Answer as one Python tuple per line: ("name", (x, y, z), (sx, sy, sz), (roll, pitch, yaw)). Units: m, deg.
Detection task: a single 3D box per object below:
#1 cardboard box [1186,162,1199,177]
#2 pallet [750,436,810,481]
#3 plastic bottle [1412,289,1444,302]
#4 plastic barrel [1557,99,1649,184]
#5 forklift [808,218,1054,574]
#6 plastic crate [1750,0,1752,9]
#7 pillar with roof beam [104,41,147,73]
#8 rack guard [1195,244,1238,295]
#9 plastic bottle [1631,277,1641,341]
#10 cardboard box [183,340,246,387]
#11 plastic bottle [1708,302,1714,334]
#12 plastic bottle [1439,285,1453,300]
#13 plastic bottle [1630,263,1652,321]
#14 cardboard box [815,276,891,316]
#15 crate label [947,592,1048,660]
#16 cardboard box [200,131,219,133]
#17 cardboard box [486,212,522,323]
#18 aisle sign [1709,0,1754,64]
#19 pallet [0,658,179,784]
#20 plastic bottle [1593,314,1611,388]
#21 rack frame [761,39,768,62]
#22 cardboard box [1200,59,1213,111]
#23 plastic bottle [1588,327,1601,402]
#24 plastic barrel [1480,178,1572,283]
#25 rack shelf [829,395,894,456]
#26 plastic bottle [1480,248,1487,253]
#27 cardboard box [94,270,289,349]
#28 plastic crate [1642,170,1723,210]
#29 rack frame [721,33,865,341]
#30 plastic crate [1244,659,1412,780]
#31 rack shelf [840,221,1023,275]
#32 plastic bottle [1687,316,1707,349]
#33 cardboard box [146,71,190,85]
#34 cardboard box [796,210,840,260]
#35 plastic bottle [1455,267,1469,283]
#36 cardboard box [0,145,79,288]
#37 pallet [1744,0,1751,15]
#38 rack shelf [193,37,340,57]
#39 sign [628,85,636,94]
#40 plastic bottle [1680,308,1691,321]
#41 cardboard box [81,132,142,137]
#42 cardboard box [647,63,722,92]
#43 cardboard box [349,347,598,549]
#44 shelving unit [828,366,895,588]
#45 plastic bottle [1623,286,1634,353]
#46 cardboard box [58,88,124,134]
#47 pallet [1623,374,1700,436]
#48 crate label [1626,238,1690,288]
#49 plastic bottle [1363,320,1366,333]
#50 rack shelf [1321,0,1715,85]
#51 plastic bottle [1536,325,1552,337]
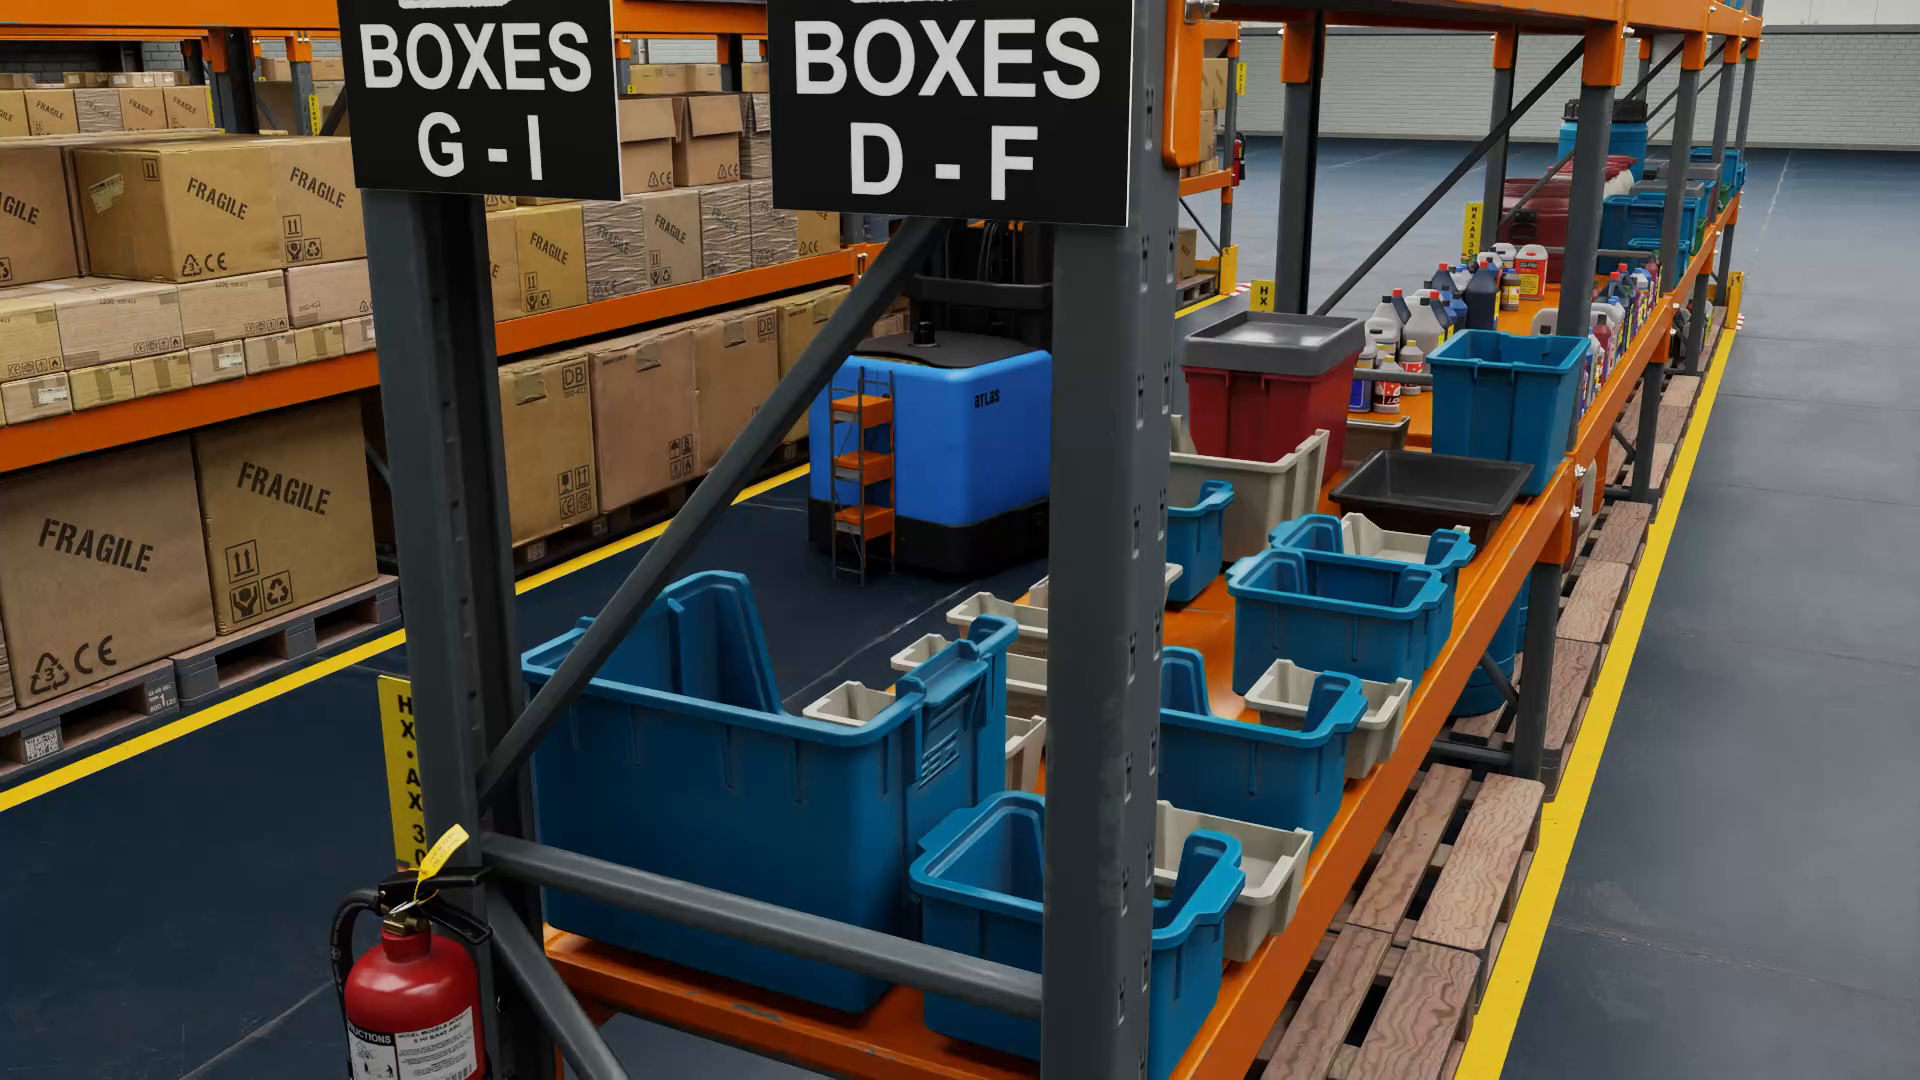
("cardboard box", (2.220, -3.799, 16.989), (0.380, 0.149, 0.250), (8, 18, 25))
("pallet", (-1.528, -0.648, 10.836), (1.003, 0.211, 1.213), (8, 18, 25))
("plastic bottle", (1.975, -0.924, 7.086), (0.152, 0.276, 0.135), (8, 18, 25))
("plastic barrel", (4.666, -2.745, 12.119), (0.600, 0.901, 0.708), (8, 18, 25))
("forklift", (0.471, -1.596, 9.251), (1.130, 2.935, 3.031), (12, 20, 34))
("plastic crate", (6.315, -4.490, 13.633), (0.392, 0.384, 0.575), (8, 18, 25))
("pillar with roof beam", (-8.108, -8.371, 21.403), (9.100, 9.000, 0.400), (8, 18, 25))
("rack guard", (2.433, -2.996, 18.235), (1.175, 0.500, 0.348), (8, 18, 25))
("plastic bottle", (3.013, -1.042, 7.469), (0.061, 0.283, 0.133), (8, 18, 25))
("cardboard box", (-3.083, -0.721, 6.625), (0.380, 0.149, 0.250), (8, 19, 26))
("plastic bottle", (6.332, -1.905, 14.180), (0.152, 0.276, 0.135), (8, 18, 26))
("plastic bottle", (2.116, -0.981, 7.286), (0.097, 0.271, 0.097), (0, 17, 0))
("plastic bottle", (3.266, -1.192, 7.994), (0.097, 0.271, 0.097), (0, 17, 0))
("cardboard box", (-0.836, -1.723, 11.857), (0.500, 0.250, 0.500), (9, 19, 28))
("crate label", (0.195, 0.212, 3.399), (0.396, 0.136, 0.243), (8, 18, 25))
("cardboard box", (-5.424, -2.952, 12.355), (0.380, 0.149, 0.250), (8, 18, 25))
("cardboard box", (-2.466, -1.291, 7.926), (0.500, 0.500, 0.500), (8, 18, 26))
("aisle sign", (7.195, -4.811, 15.387), (0.394, 0.787, 0.004), (8, 18, 25))
("pallet", (-3.849, 0.675, 6.381), (1.003, 0.211, 1.213), (8, 18, 25))
("plastic bottle", (2.478, -0.737, 6.441), (0.061, 0.283, 0.133), (8, 18, 25))
("rack frame", (-1.926, -4.871, 20.155), (1.000, 3.000, 0.127), (8, 18, 25))
("cardboard box", (2.223, -4.584, 16.736), (0.500, 0.500, 0.500), (8, 18, 25))
("plastic bottle", (2.323, -0.654, 6.185), (0.097, 0.271, 0.097), (0, 17, 0))
("plastic barrel", (3.259, -1.768, 9.470), (0.600, 0.536, 0.708), (8, 18, 25))
("rack shelf", (-0.483, -0.575, 8.157), (0.215, 0.259, 0.240), (12, 20, 34))
("plastic bottle", (2.652, -1.343, 8.483), (0.061, 0.283, 0.133), (8, 18, 25))
("cardboard box", (-3.087, -0.950, 6.696), (0.500, 0.250, 0.500), (9, 19, 27))
("plastic crate", (5.458, -2.652, 12.795), (0.767, 0.338, 0.504), (8, 18, 25))
("rack frame", (-1.108, -2.176, 11.083), (1.000, 3.000, 0.127), (8, 18, 25))
("plastic crate", (0.673, 0.324, 3.022), (0.250, 0.136, 0.298), (8, 18, 25))
("rack shelf", (-0.215, -2.341, 12.901), (1.077, 0.370, 4.000), (8, 18, 25))
("plastic bottle", (5.926, -1.707, 13.383), (0.144, 0.351, 0.185), (7, 18, 23))
("cardboard box", (-8.713, -5.084, 18.298), (0.380, 0.149, 0.250), (8, 18, 25))
("cardboard box", (-1.107, -2.067, 10.540), (0.500, 0.500, 0.500), (9, 19, 27))
("plastic bottle", (2.351, -1.154, 7.867), (0.097, 0.271, 0.097), (0, 17, 0))
("cardboard box", (-3.794, -1.241, 6.357), (0.500, 0.500, 0.500), (7, 18, 24))
("pallet", (5.345, -4.109, 12.652), (1.213, 0.211, 1.003), (8, 18, 25))
("rack shelf", (-7.293, -6.058, 20.149), (1.077, 0.370, 4.000), (8, 18, 25))
("sign", (-3.223, -4.302, 16.347), (0.100, 0.325, 0.005), (8, 18, 25))
("plastic bottle", (5.973, -1.792, 13.800), (0.152, 0.276, 0.135), (8, 18, 25))
("cardboard box", (-6.230, -2.908, 12.206), (0.380, 0.149, 0.250), (7, 18, 23))
("cardboard box", (-3.011, -4.806, 17.777), (0.875, 0.550, 0.550), (8, 18, 25))
("cardboard box", (-2.628, -0.506, 8.453), (1.225, 0.875, 0.875), (8, 18, 26))
("shelving unit", (-0.483, -0.313, 8.235), (0.215, 1.050, 0.252), (12, 20, 34))
("plastic bottle", (2.871, -0.961, 7.196), (0.061, 0.283, 0.133), (8, 18, 25))
("cardboard box", (-8.877, -4.310, 16.832), (0.500, 0.500, 0.500), (7, 18, 23))
("pallet", (4.794, -1.023, 12.099), (1.003, 0.211, 1.213), (8, 18, 25))
("crate label", (3.846, -1.526, 9.186), (0.303, 0.233, 0.416), (8, 18, 25))
("plastic bottle", (1.485, -0.678, 6.242), (0.061, 0.283, 0.133), (8, 18, 25))
("rack shelf", (2.429, -2.130, 6.922), (1.077, 0.370, 4.000), (8, 18, 25))
("plastic bottle", (2.001, -0.562, 5.736), (0.144, 0.351, 0.185), (8, 18, 25))
